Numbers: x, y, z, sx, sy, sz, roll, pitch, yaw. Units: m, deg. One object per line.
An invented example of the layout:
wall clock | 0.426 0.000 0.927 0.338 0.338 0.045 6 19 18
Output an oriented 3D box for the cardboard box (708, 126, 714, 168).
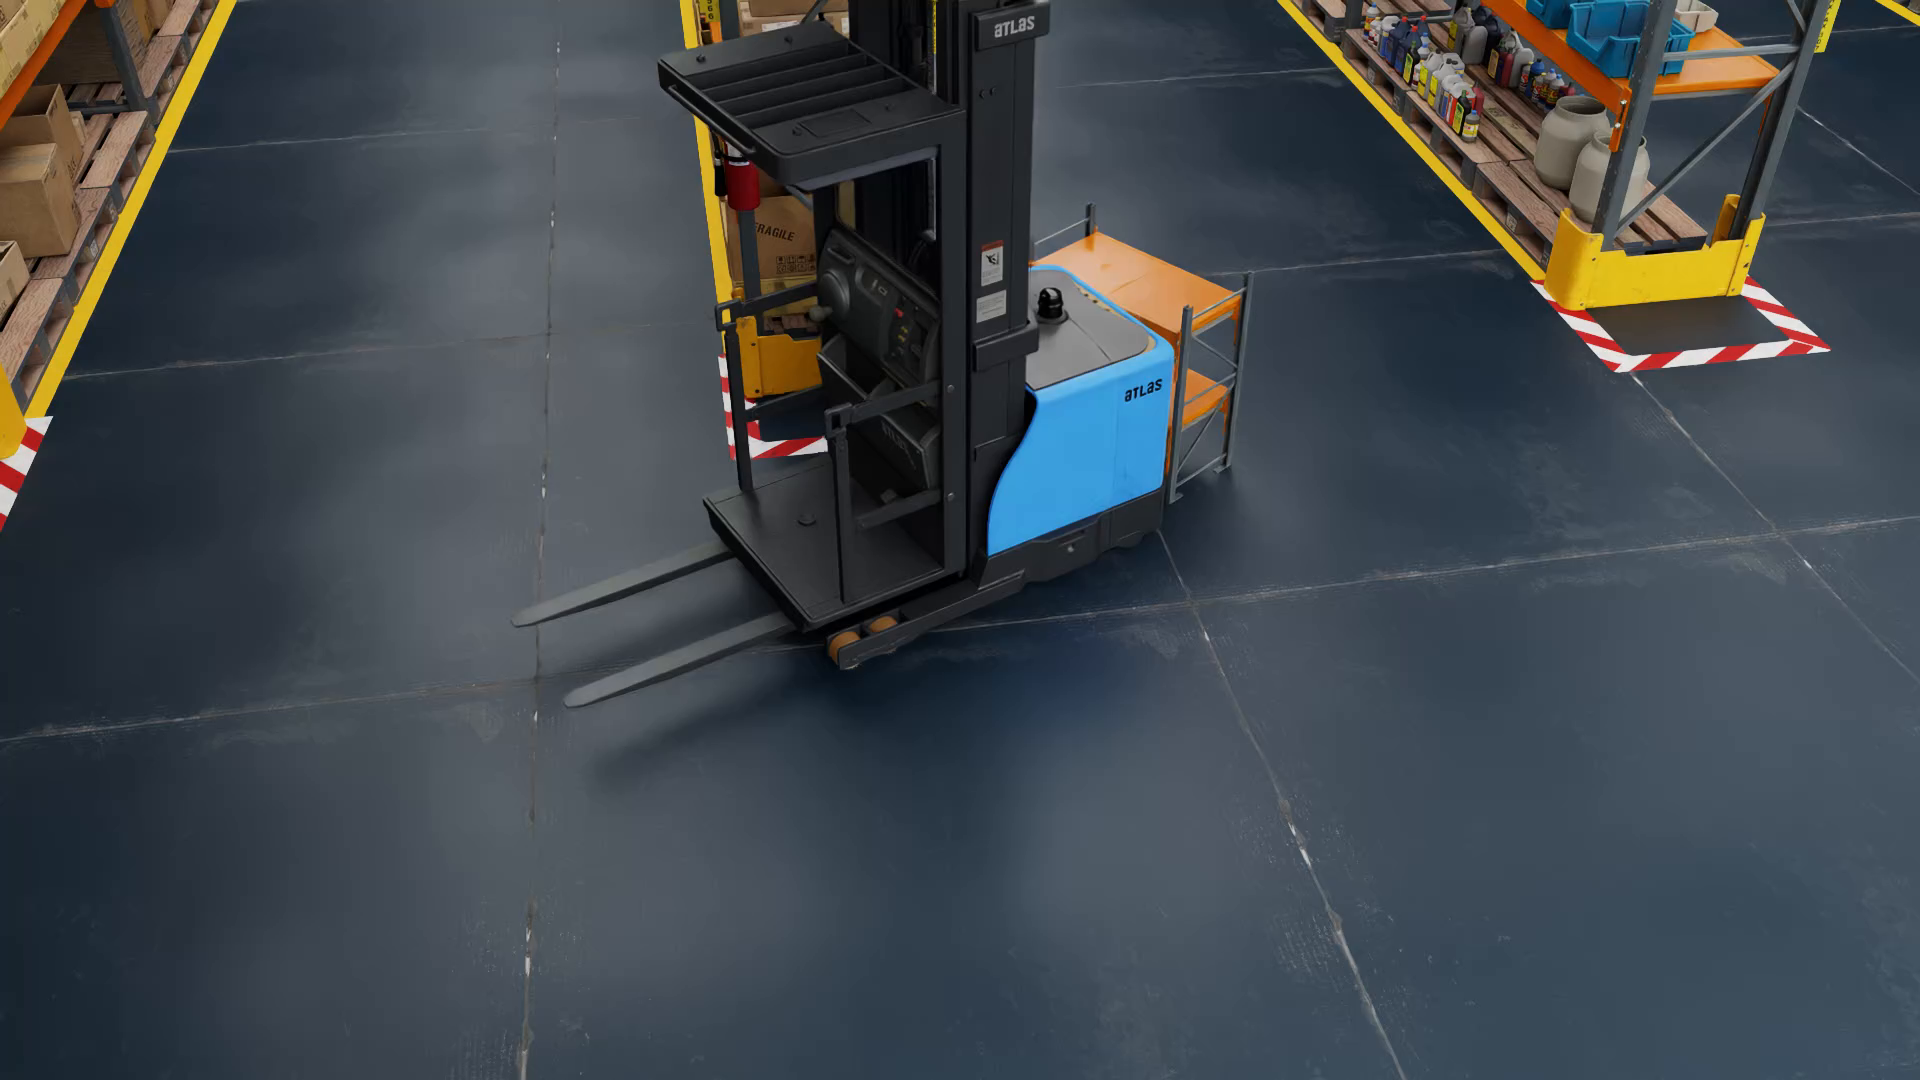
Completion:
cardboard box | -1.422 -2.719 11.104 0.500 0.250 0.500 -6 38 -8

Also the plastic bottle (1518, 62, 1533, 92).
plastic bottle | 4.066 -3.320 11.901 0.097 0.201 0.097 0 38 0

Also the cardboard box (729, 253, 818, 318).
cardboard box | -1.054 -1.513 9.552 0.500 0.250 0.500 -6 38 -8

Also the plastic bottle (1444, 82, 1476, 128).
plastic bottle | 3.438 -2.987 11.411 0.152 0.276 0.135 -6 38 -8

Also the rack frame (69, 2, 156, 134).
rack frame | -6.247 -4.022 10.882 1.000 3.000 0.127 -6 38 -8

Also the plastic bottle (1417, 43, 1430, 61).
plastic bottle | 3.336 -3.453 12.015 0.097 0.271 0.097 0 38 0

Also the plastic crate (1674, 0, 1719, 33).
plastic crate | 4.368 -3.143 9.965 0.298 0.136 0.250 -6 38 -8

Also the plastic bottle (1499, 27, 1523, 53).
plastic bottle | 3.994 -3.546 12.070 0.144 0.351 0.185 -6 38 -8

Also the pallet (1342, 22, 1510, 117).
pallet | 3.584 -3.576 12.581 1.003 0.211 1.213 -6 38 -8

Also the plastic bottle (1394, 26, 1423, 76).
plastic bottle | 3.273 -3.569 12.100 0.144 0.351 0.185 -8 39 -10

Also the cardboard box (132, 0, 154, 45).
cardboard box | -6.532 -3.958 12.479 0.700 0.500 0.500 -7 38 -9

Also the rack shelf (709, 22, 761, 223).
rack shelf | -1.020 -3.065 10.236 1.077 0.370 4.000 -6 38 -8

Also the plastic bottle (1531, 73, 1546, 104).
plastic bottle | 4.102 -3.196 11.741 0.097 0.201 0.097 0 38 0

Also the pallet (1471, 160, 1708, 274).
pallet | 4.012 -2.102 10.684 1.003 0.211 1.213 -6 38 -8

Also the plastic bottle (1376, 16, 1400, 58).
plastic bottle | 3.215 -3.754 12.398 0.152 0.276 0.135 -5 38 -6

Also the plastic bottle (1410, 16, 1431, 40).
plastic bottle | 3.382 -3.699 12.266 0.144 0.351 0.185 -6 38 -8

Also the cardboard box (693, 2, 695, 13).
cardboard box | -1.815 -4.162 12.961 0.500 0.250 0.500 -7 38 -9

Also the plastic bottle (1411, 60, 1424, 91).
plastic bottle | 3.300 -3.337 11.922 0.097 0.201 0.097 0 38 0

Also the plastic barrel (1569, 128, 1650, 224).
plastic barrel | 4.018 -2.244 10.279 0.421 0.512 0.421 0 38 0

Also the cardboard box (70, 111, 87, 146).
cardboard box | -6.123 -2.757 11.204 0.380 0.166 0.250 -11 39 -14

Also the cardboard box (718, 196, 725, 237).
cardboard box | -1.243 -2.116 10.327 0.500 0.250 0.500 -6 38 -8

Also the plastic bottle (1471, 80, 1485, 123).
plastic bottle | 3.542 -3.002 11.424 0.061 0.283 0.133 -6 38 -8

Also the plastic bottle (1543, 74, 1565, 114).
plastic bottle | 4.137 -3.103 11.565 0.097 0.271 0.097 0 38 0

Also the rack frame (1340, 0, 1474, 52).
rack frame | 3.507 -5.088 12.254 1.000 3.000 0.127 -6 38 -8

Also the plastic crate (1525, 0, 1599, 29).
plastic crate | 3.718 -3.276 10.043 0.499 0.251 0.408 -6 38 -8

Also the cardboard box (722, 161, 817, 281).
cardboard box | -1.056 -1.809 9.321 0.500 0.500 0.500 -6 38 -8

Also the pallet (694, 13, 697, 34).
pallet | -1.538 -3.897 12.994 1.003 0.211 1.213 -6 38 -8

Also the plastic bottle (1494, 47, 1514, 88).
plastic bottle | 3.914 -3.409 11.949 0.061 0.283 0.133 -6 38 -8

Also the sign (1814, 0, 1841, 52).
sign | 4.751 -2.837 9.132 0.100 0.325 0.005 -6 38 -8

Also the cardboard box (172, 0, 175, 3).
cardboard box | -6.679 -4.575 13.272 0.700 0.500 0.500 -6 38 -8

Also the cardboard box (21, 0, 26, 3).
cardboard box | -5.688 -3.408 9.587 0.500 0.500 0.500 -7 38 -9

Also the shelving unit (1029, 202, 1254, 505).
shelving unit | 0.866 -0.959 8.467 0.538 1.125 1.048 -31 47 -34

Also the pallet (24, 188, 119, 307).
pallet | -5.877 -1.781 10.270 1.003 0.211 1.213 -6 38 -8

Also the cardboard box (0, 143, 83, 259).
cardboard box | -5.757 -2.013 9.975 0.700 0.500 0.500 -9 39 -11

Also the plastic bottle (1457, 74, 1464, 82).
plastic bottle | 3.491 -3.180 11.721 0.097 0.201 0.097 0 38 0

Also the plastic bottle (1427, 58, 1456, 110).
plastic bottle | 3.380 -3.200 11.624 0.144 0.351 0.185 -5 38 -6

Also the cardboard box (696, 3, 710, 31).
cardboard box | -1.502 -3.318 11.264 0.500 0.500 0.500 -6 38 -8

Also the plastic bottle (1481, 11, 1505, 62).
plastic bottle | 3.937 -3.741 12.321 0.144 0.351 0.185 -8 39 -10

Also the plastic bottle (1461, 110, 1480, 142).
plastic bottle | 3.455 -2.802 11.234 0.097 0.201 0.097 0 38 0

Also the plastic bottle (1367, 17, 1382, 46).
plastic bottle | 3.149 -3.855 12.590 0.097 0.201 0.097 0 38 0

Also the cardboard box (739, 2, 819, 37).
cardboard box | -0.924 -2.647 8.502 0.380 0.149 0.250 -7 38 -9

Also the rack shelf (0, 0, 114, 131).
rack shelf | -5.896 -2.530 9.548 1.077 0.370 4.000 -6 38 -8

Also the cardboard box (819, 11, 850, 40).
cardboard box | -0.526 -2.697 8.566 0.380 0.149 0.250 -6 38 -8

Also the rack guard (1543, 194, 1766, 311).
rack guard | 4.149 -1.725 9.963 1.175 0.500 0.348 -6 38 -8

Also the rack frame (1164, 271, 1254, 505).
rack frame | 1.222 -0.736 8.180 0.500 1.125 0.032 -31 47 -34

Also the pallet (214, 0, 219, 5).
pallet | -6.812 -4.865 14.240 1.003 0.211 1.213 -6 38 -8

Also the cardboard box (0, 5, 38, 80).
cardboard box | -5.593 -2.810 9.427 0.500 0.250 0.500 -6 38 -8

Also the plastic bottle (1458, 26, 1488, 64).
plastic bottle | 3.796 -3.681 12.304 0.152 0.276 0.135 -6 38 -8

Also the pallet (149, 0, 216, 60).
pallet | -6.602 -4.129 13.293 1.003 0.211 1.213 -6 38 -8

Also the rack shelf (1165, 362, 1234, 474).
rack shelf | 0.866 -0.766 8.617 0.538 0.278 1.000 -31 47 -34

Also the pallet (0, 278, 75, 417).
pallet | -5.666 -1.045 9.323 1.003 0.211 1.213 -6 38 -8

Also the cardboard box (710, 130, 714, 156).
cardboard box | -1.332 -2.714 10.486 0.500 0.500 0.500 -6 38 -8

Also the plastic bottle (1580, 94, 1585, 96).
plastic bottle | 4.197 -2.896 11.299 0.097 0.271 0.097 0 38 0

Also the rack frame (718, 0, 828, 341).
rack frame | -0.669 -2.141 8.461 1.000 3.000 0.127 -6 38 -8

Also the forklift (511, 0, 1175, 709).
forklift | -0.527 -0.954 6.989 3.031 2.935 1.130 -21 43 -25

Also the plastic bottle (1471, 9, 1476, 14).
plastic bottle | 3.916 -3.934 12.624 0.061 0.283 0.133 -4 38 -6

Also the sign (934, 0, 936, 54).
sign | -0.122 -2.570 8.243 0.100 0.325 0.005 -6 38 -8

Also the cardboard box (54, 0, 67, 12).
cardboard box | -5.786 -3.415 10.207 0.500 0.250 0.500 -6 38 -8

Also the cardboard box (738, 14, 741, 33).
cardboard box | -1.012 -3.399 9.998 0.700 0.500 0.500 -5 38 -7
